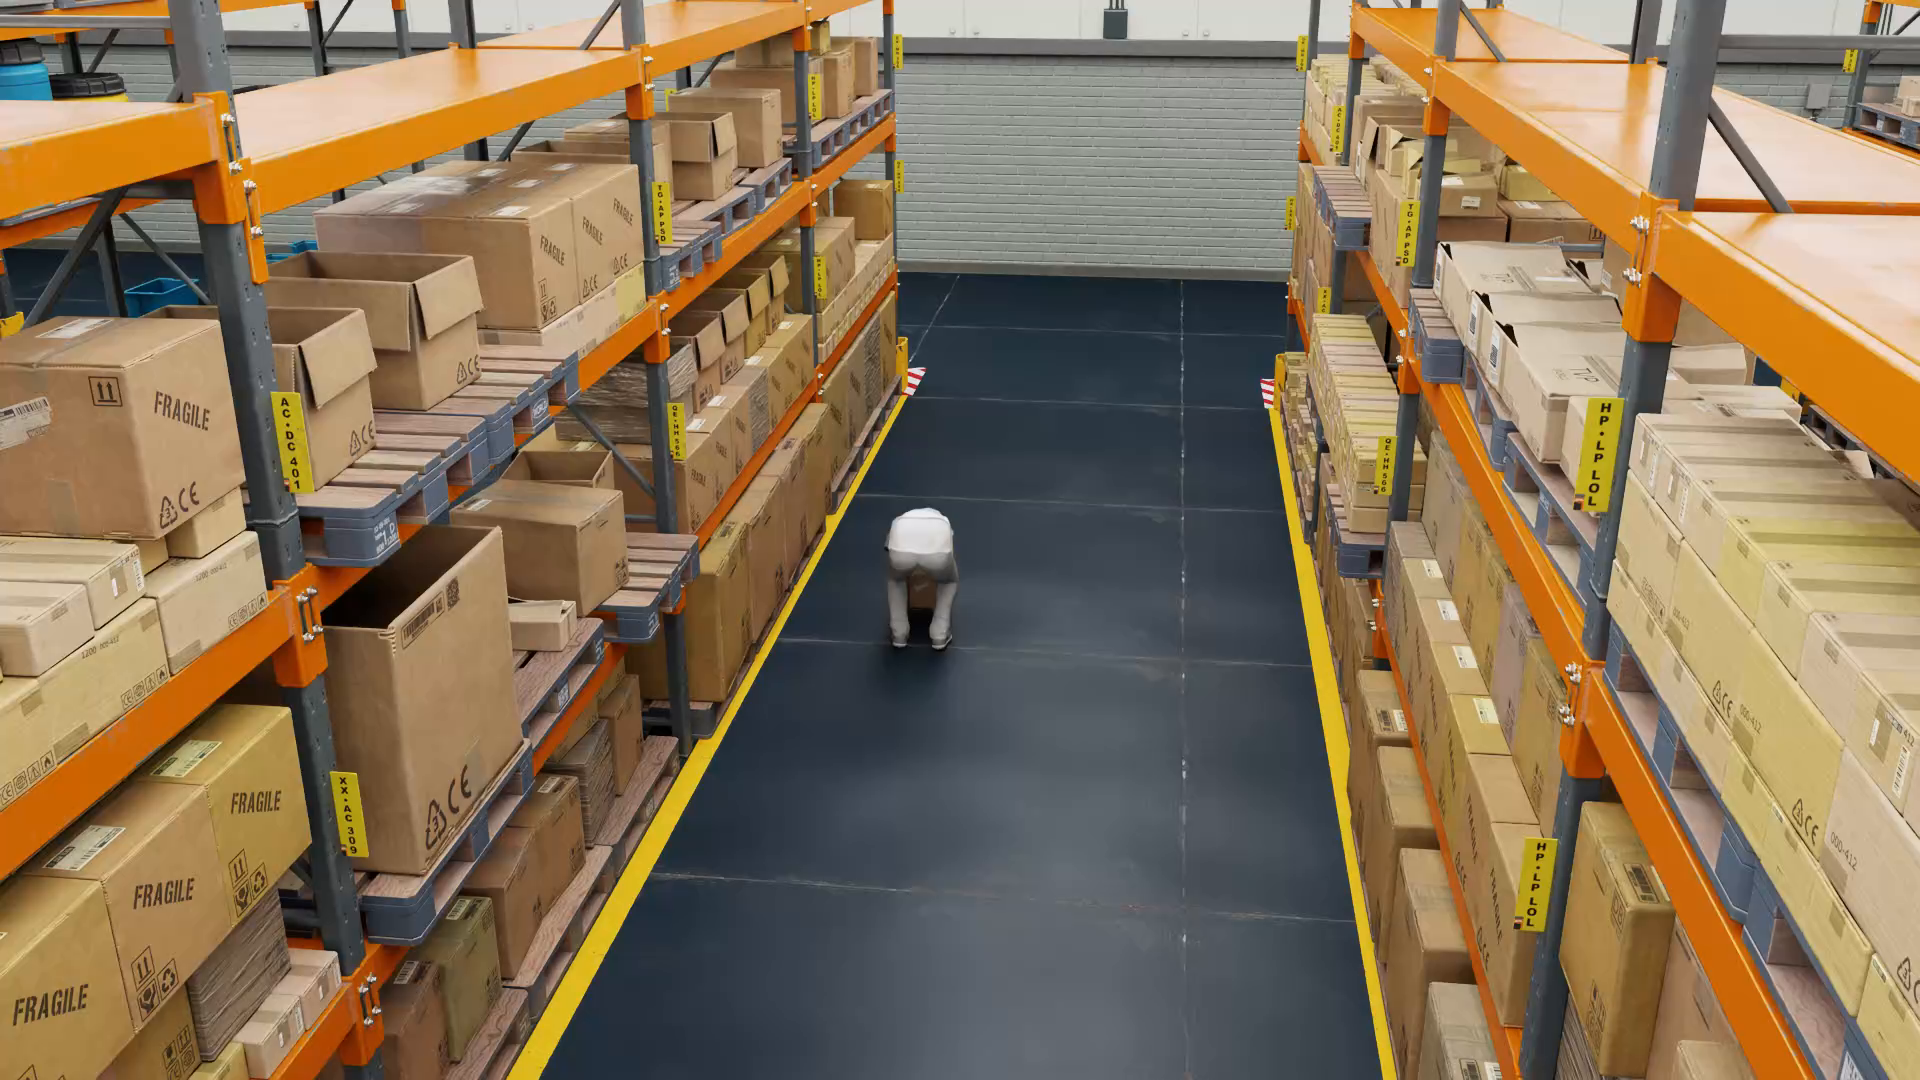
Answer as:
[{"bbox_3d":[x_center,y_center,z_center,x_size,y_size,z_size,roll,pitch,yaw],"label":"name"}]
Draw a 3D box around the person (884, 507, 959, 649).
[{"bbox_3d":[-0.258,0.199,11.537,0.511,0.966,0.940,1,21,4],"label":"person"}]
